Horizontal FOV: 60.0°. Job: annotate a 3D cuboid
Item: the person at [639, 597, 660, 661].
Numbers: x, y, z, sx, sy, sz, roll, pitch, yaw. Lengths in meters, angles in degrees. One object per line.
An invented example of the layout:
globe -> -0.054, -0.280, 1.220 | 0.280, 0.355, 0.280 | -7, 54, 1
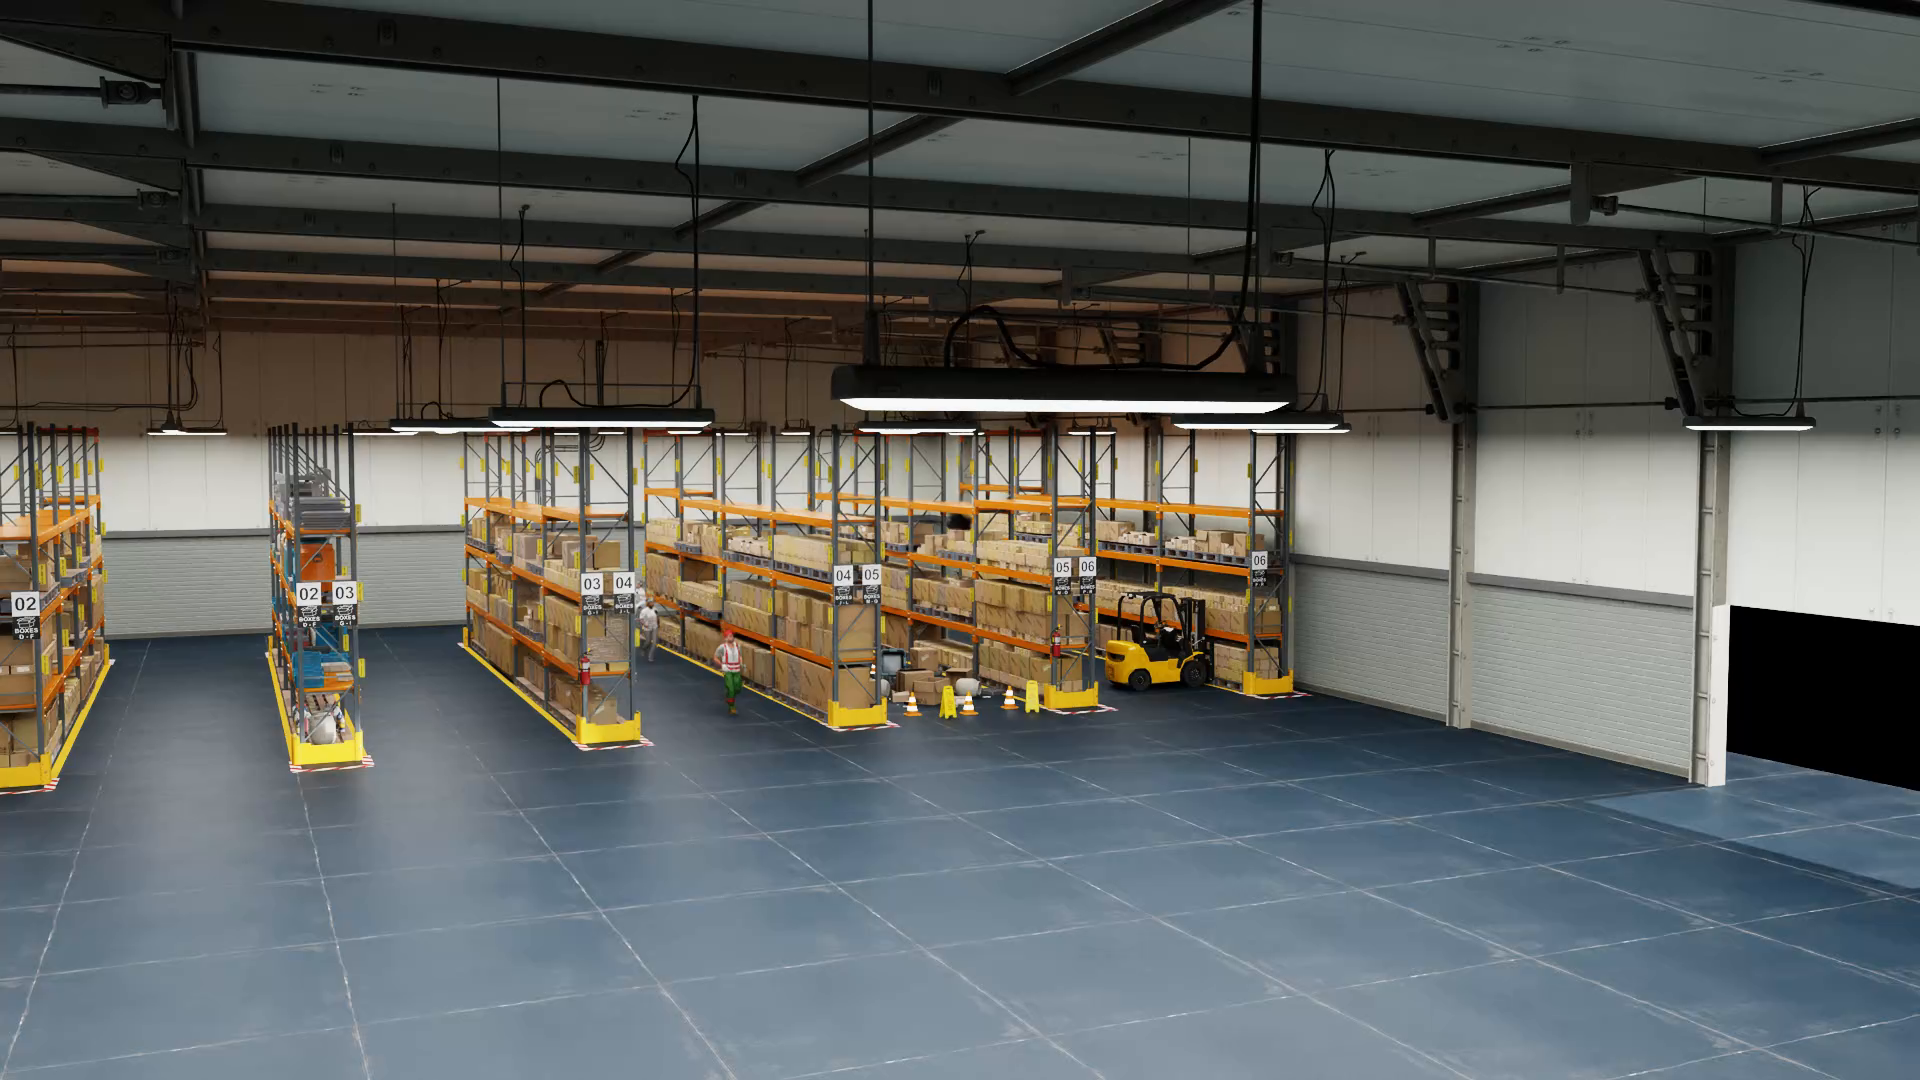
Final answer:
person -> -7.953, 2.287, 42.744 | 0.564, 1.650, 0.495 | -2, 4, -34

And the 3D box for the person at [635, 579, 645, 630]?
person -> -9.534, 1.949, 48.944 | 0.535, 1.601, 0.693 | -1, 4, -14

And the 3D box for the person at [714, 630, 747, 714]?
person -> -4.818, 2.739, 34.695 | 0.656, 1.745, 0.615 | -2, 4, -35
